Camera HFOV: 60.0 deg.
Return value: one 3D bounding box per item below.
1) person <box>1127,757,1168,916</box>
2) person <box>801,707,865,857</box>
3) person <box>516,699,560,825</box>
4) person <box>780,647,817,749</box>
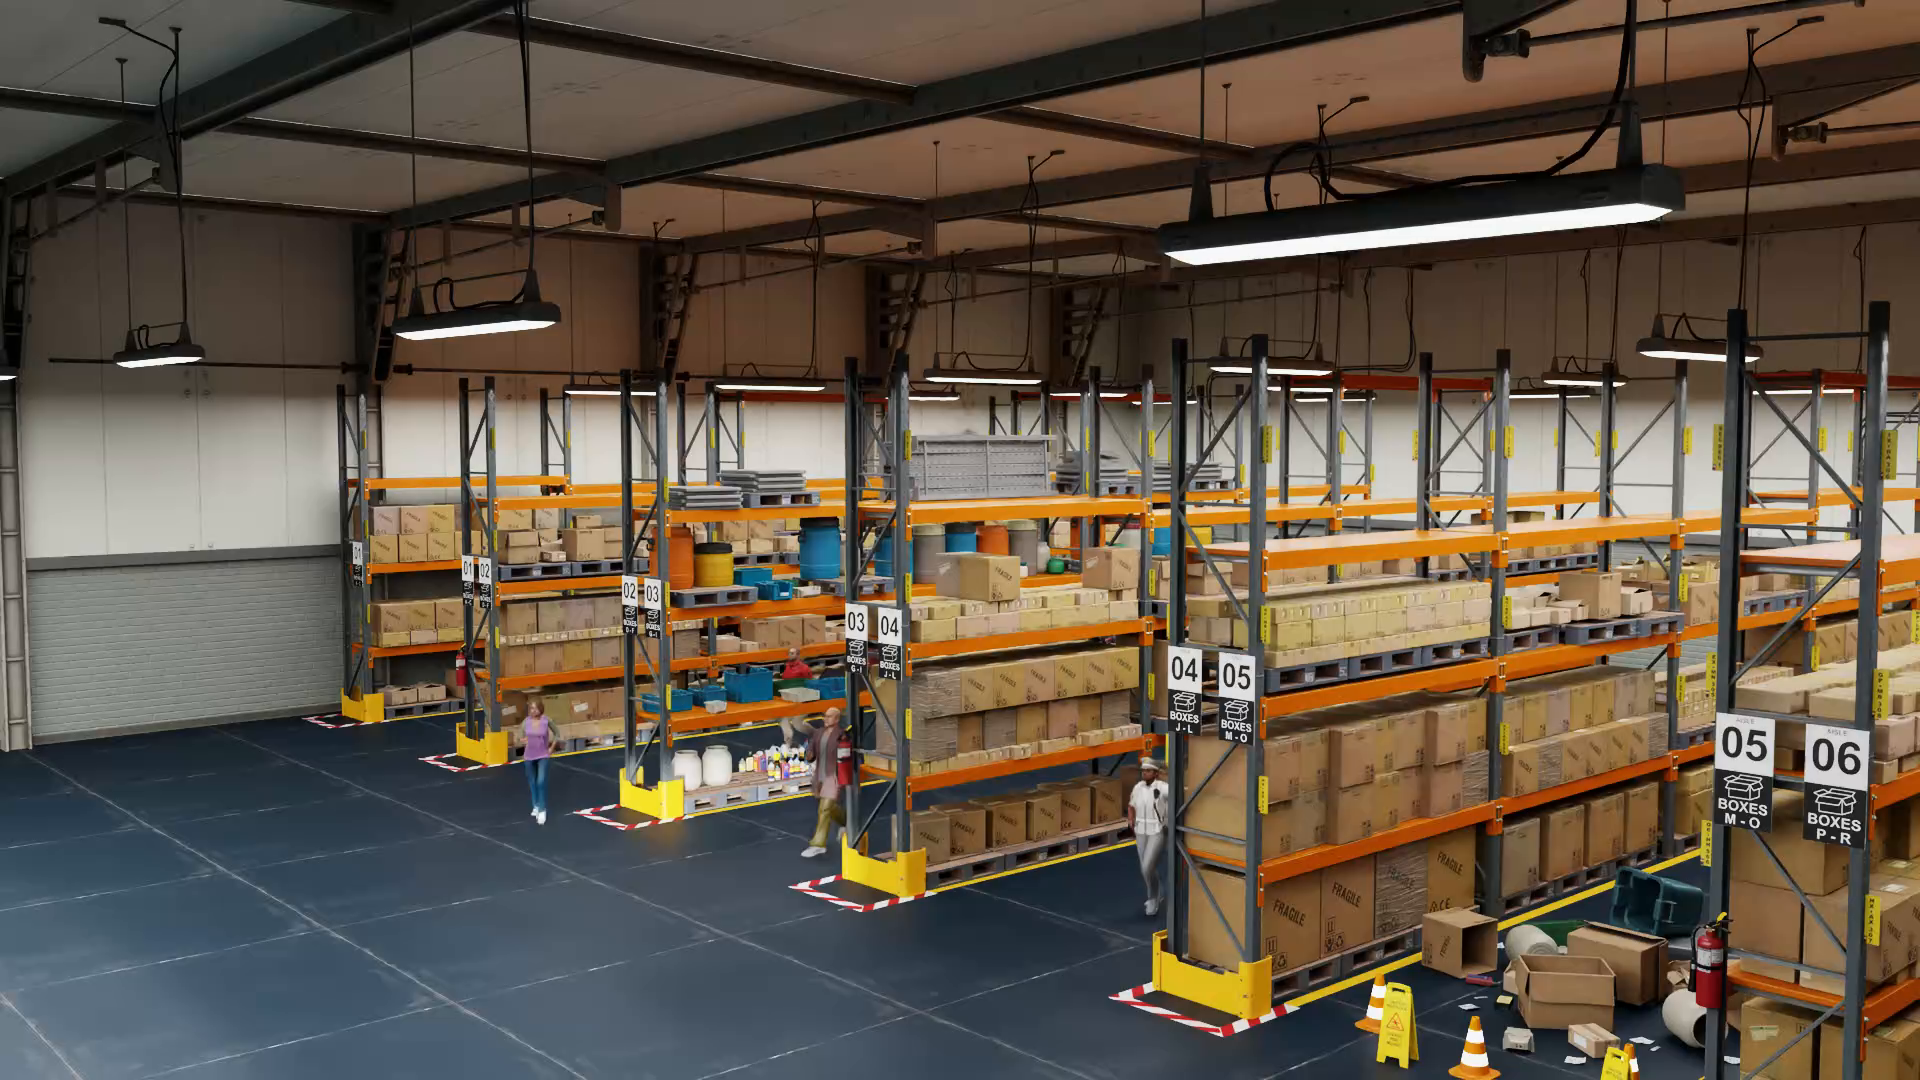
[{"bbox_3d":[2.049,3.163,17.819,0.576,1.692,0.654,3,5,37],"label":"person"},{"bbox_3d":[-1.571,2.922,20.347,0.736,1.760,1.034,3,5,40],"label":"person"},{"bbox_3d":[-5.589,2.926,21.976,0.531,1.646,0.627,0,4,1],"label":"person"},{"bbox_3d":[-2.630,2.566,26.677,0.671,1.719,0.751,3,5,42],"label":"person"}]
